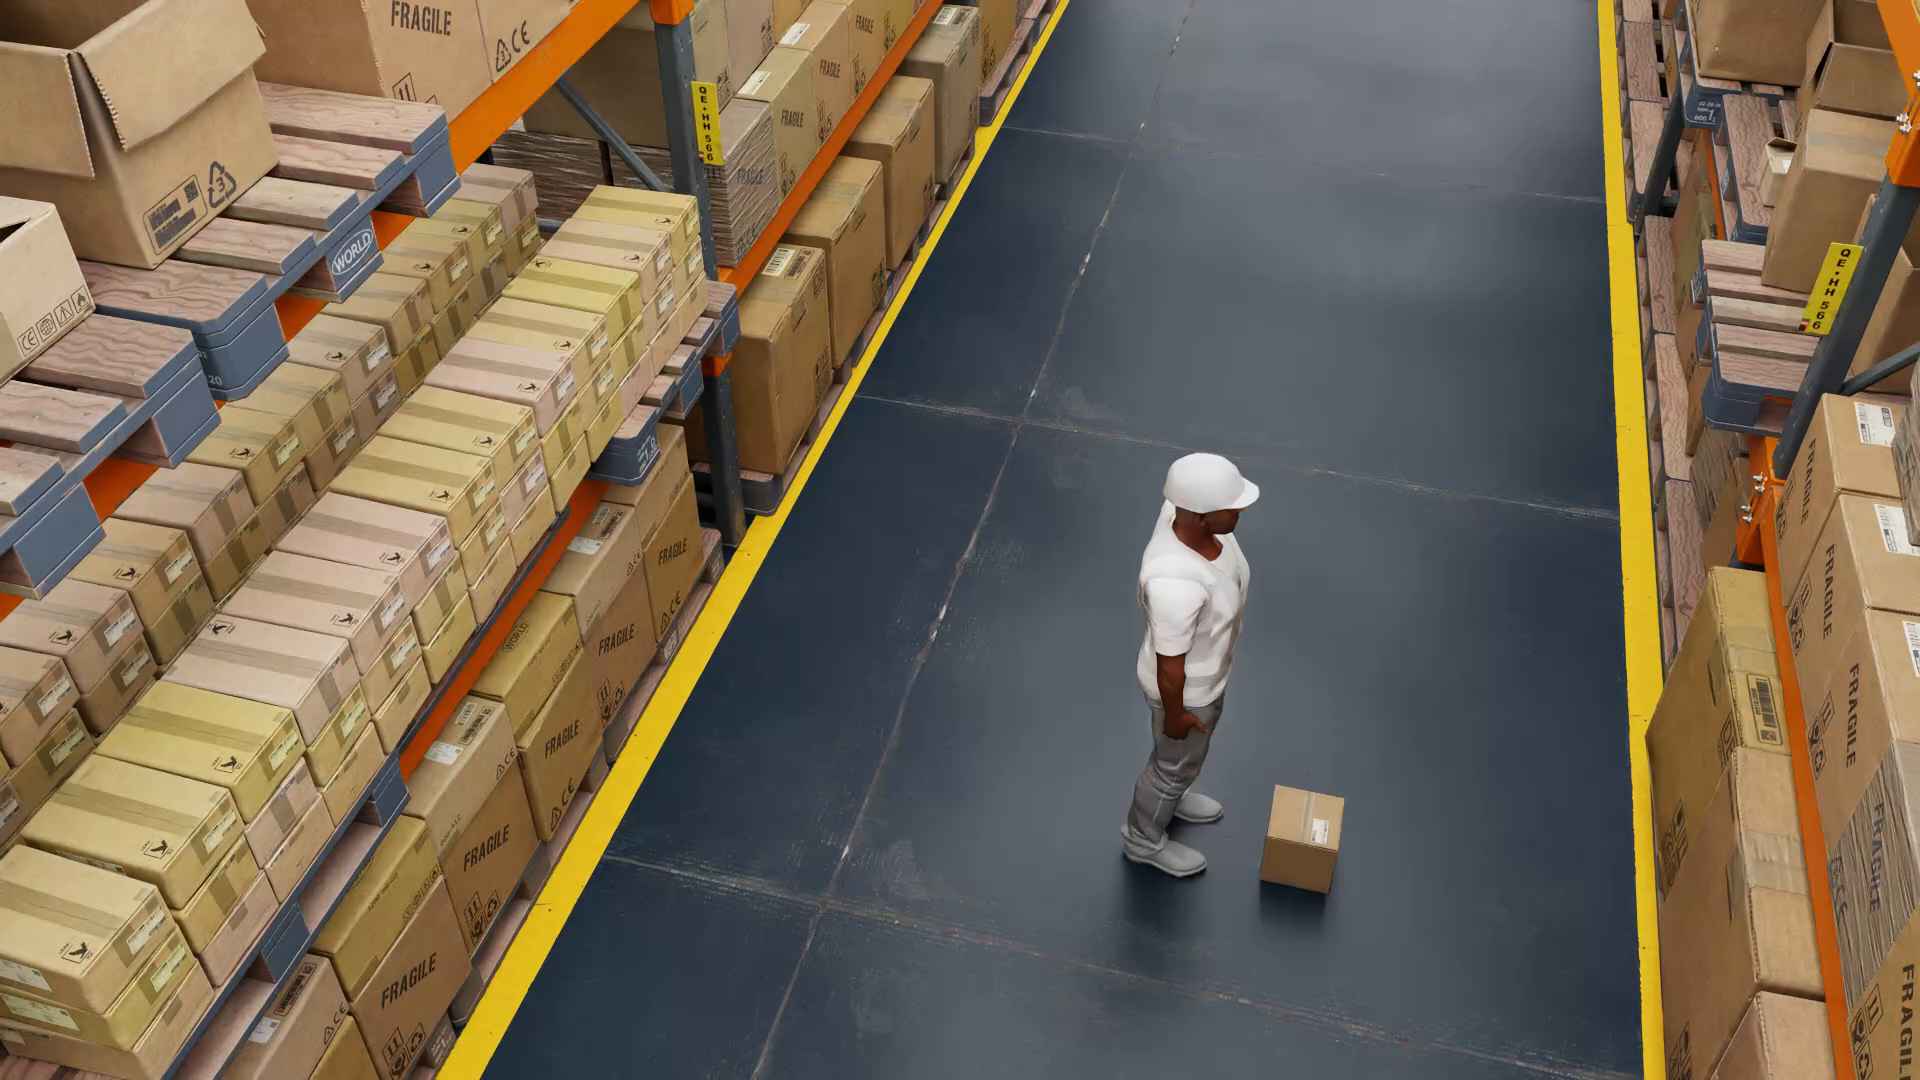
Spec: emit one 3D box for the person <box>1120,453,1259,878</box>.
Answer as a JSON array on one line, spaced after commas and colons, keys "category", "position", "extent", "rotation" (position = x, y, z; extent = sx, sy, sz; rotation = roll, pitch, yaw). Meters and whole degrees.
[{"category": "person", "position": [0.778, 0.427, 5.651], "extent": [0.370, 1.764, 0.564], "rotation": [11, 42, 12]}]
